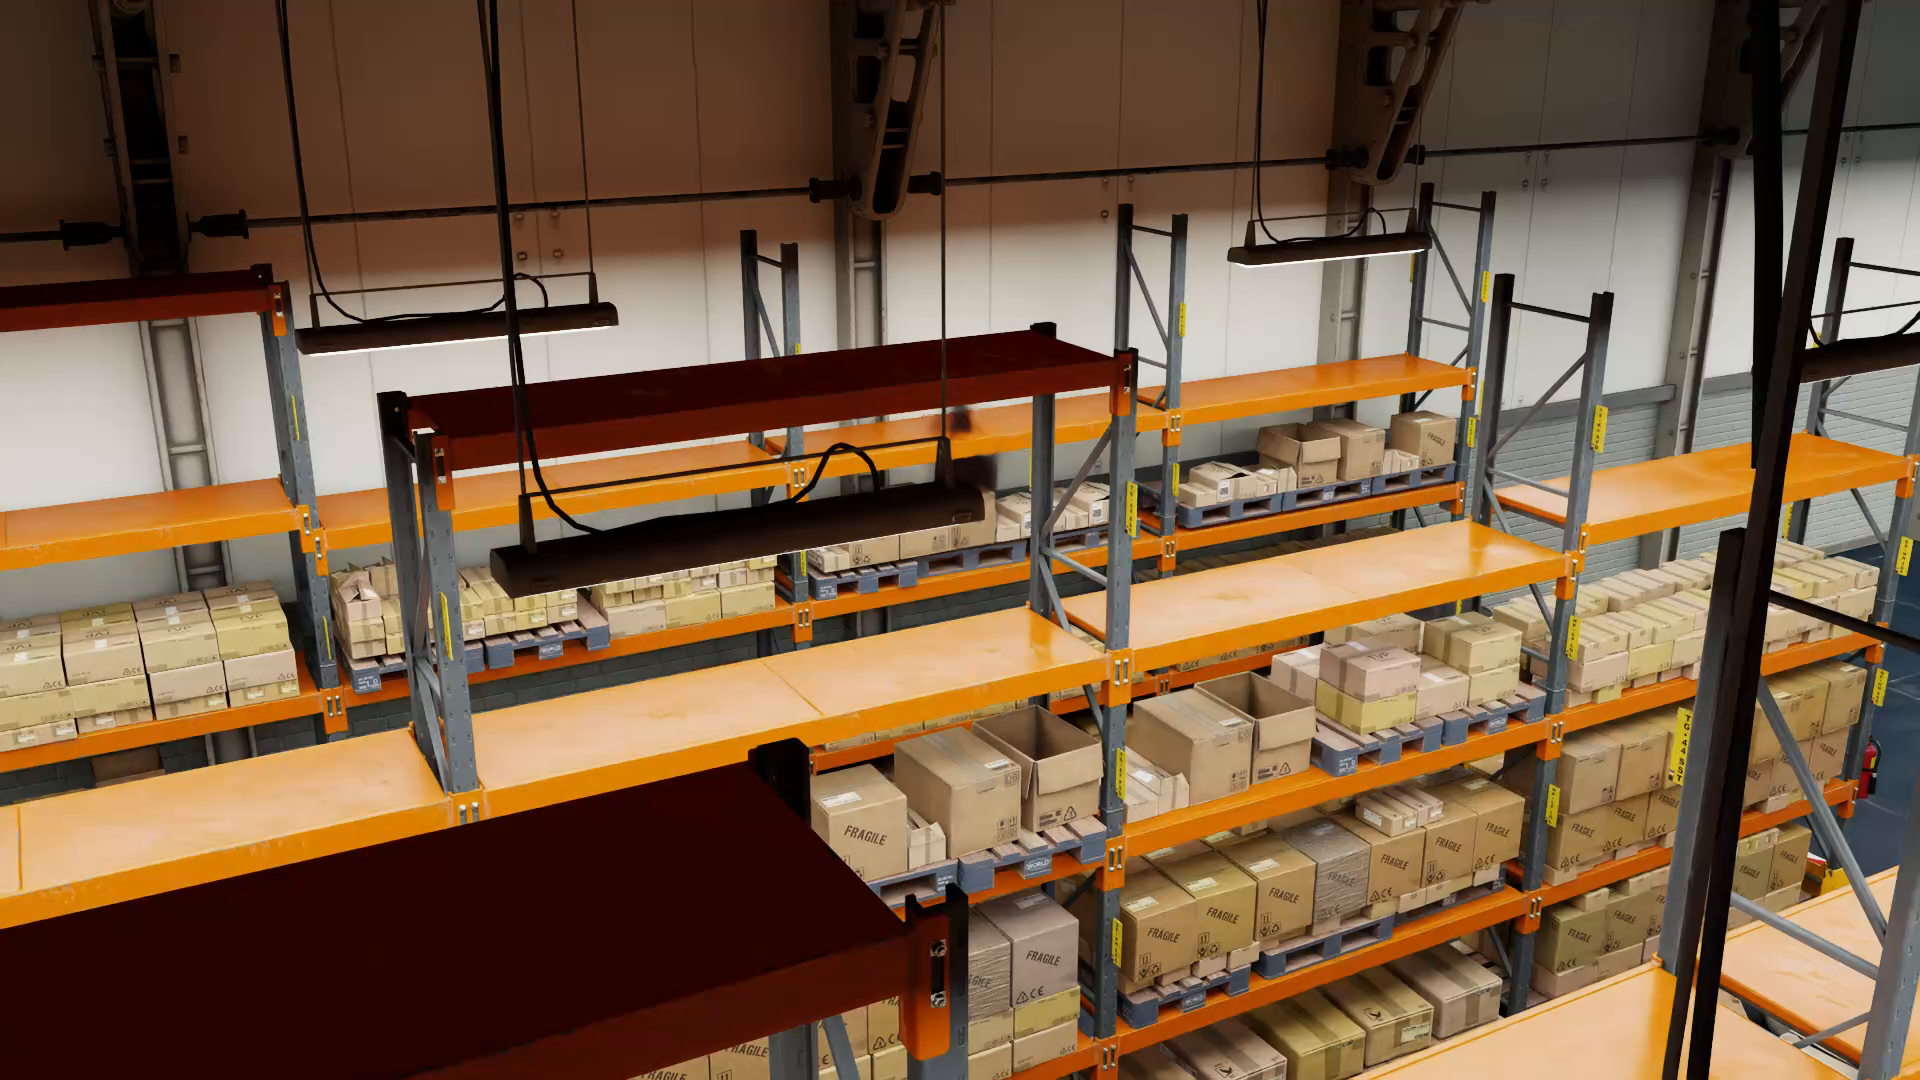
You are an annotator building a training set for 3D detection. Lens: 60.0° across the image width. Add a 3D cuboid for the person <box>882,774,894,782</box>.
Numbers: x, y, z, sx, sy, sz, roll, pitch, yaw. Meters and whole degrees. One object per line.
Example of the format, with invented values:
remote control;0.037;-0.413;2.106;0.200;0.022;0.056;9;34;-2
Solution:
person;-0.547;2.795;14.442;0.719;1.658;0.569;-8;20;-23
